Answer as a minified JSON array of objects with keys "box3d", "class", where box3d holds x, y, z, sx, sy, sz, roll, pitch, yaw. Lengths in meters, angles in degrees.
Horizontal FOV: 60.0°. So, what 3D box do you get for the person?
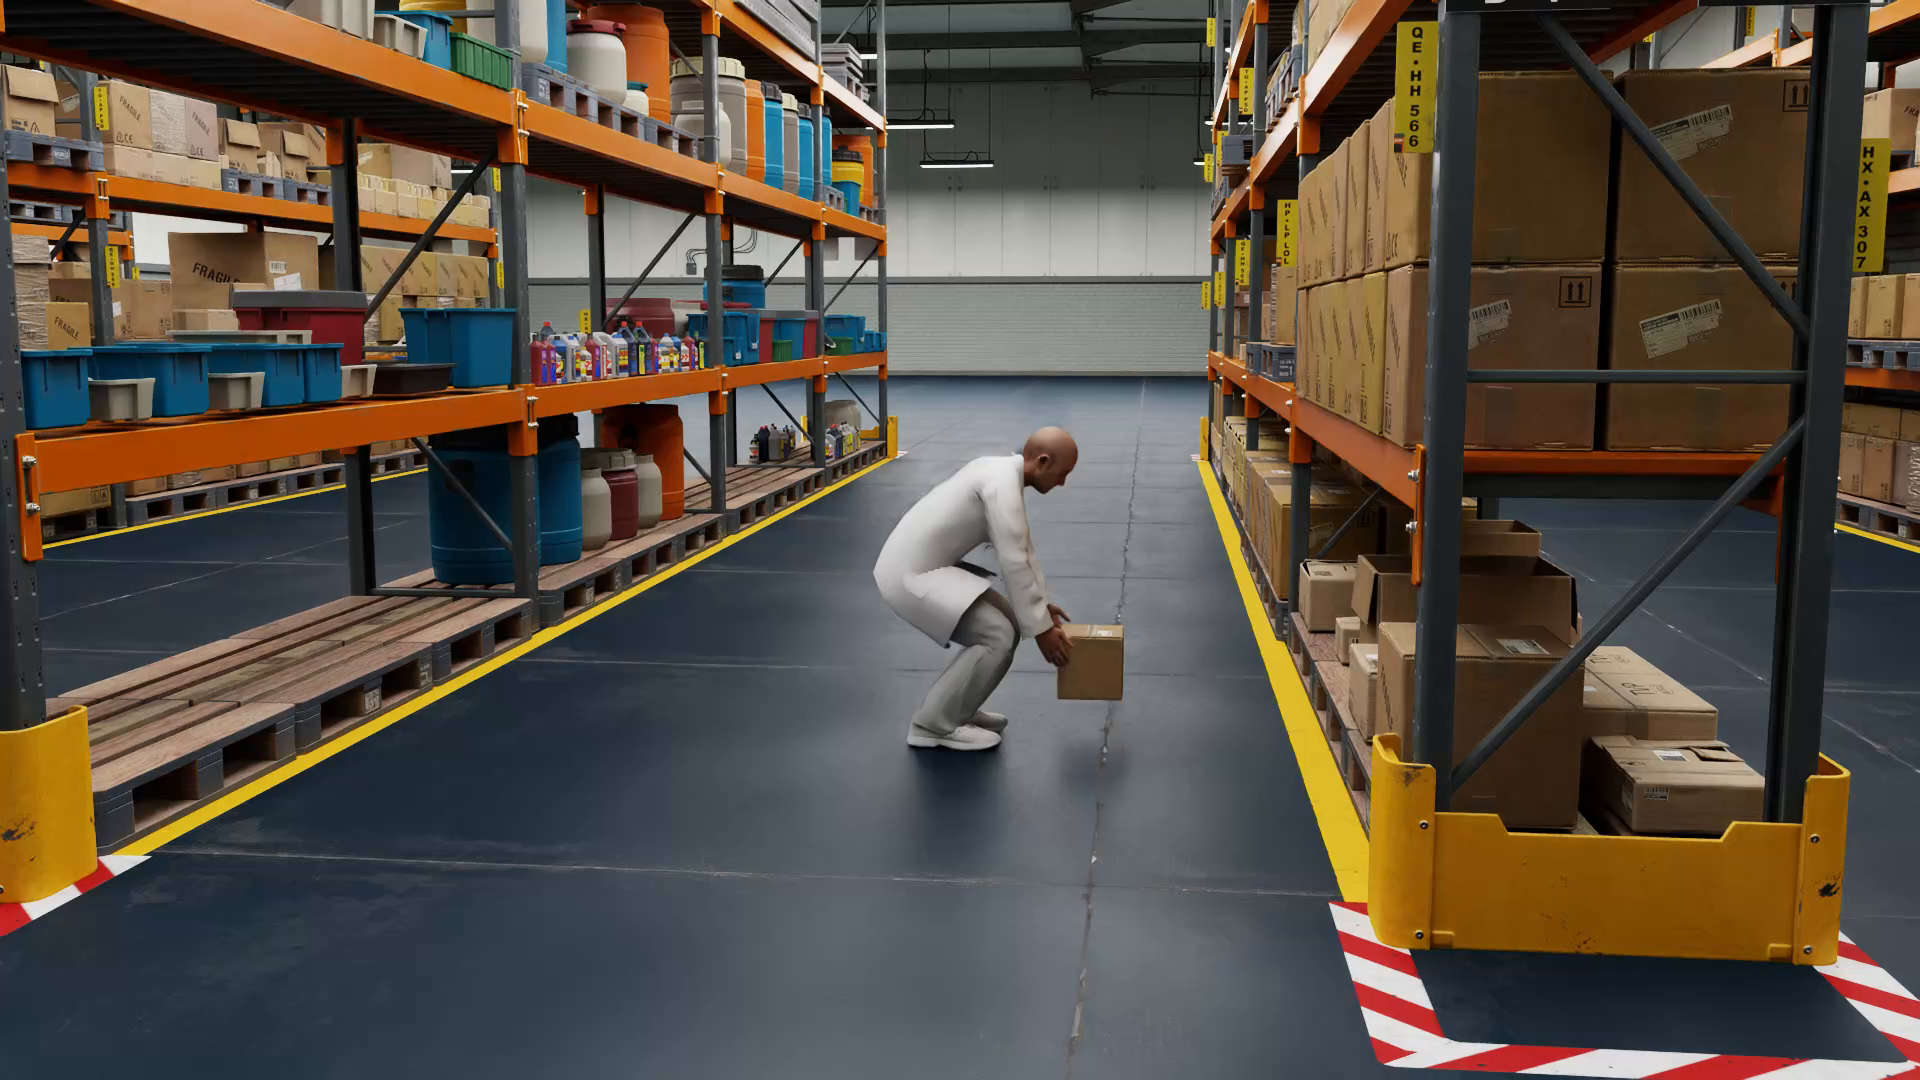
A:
[{"box3d":[0.063,0.173,6.569,0.797,1.249,0.631,1,7,6],"class":"person"}]
